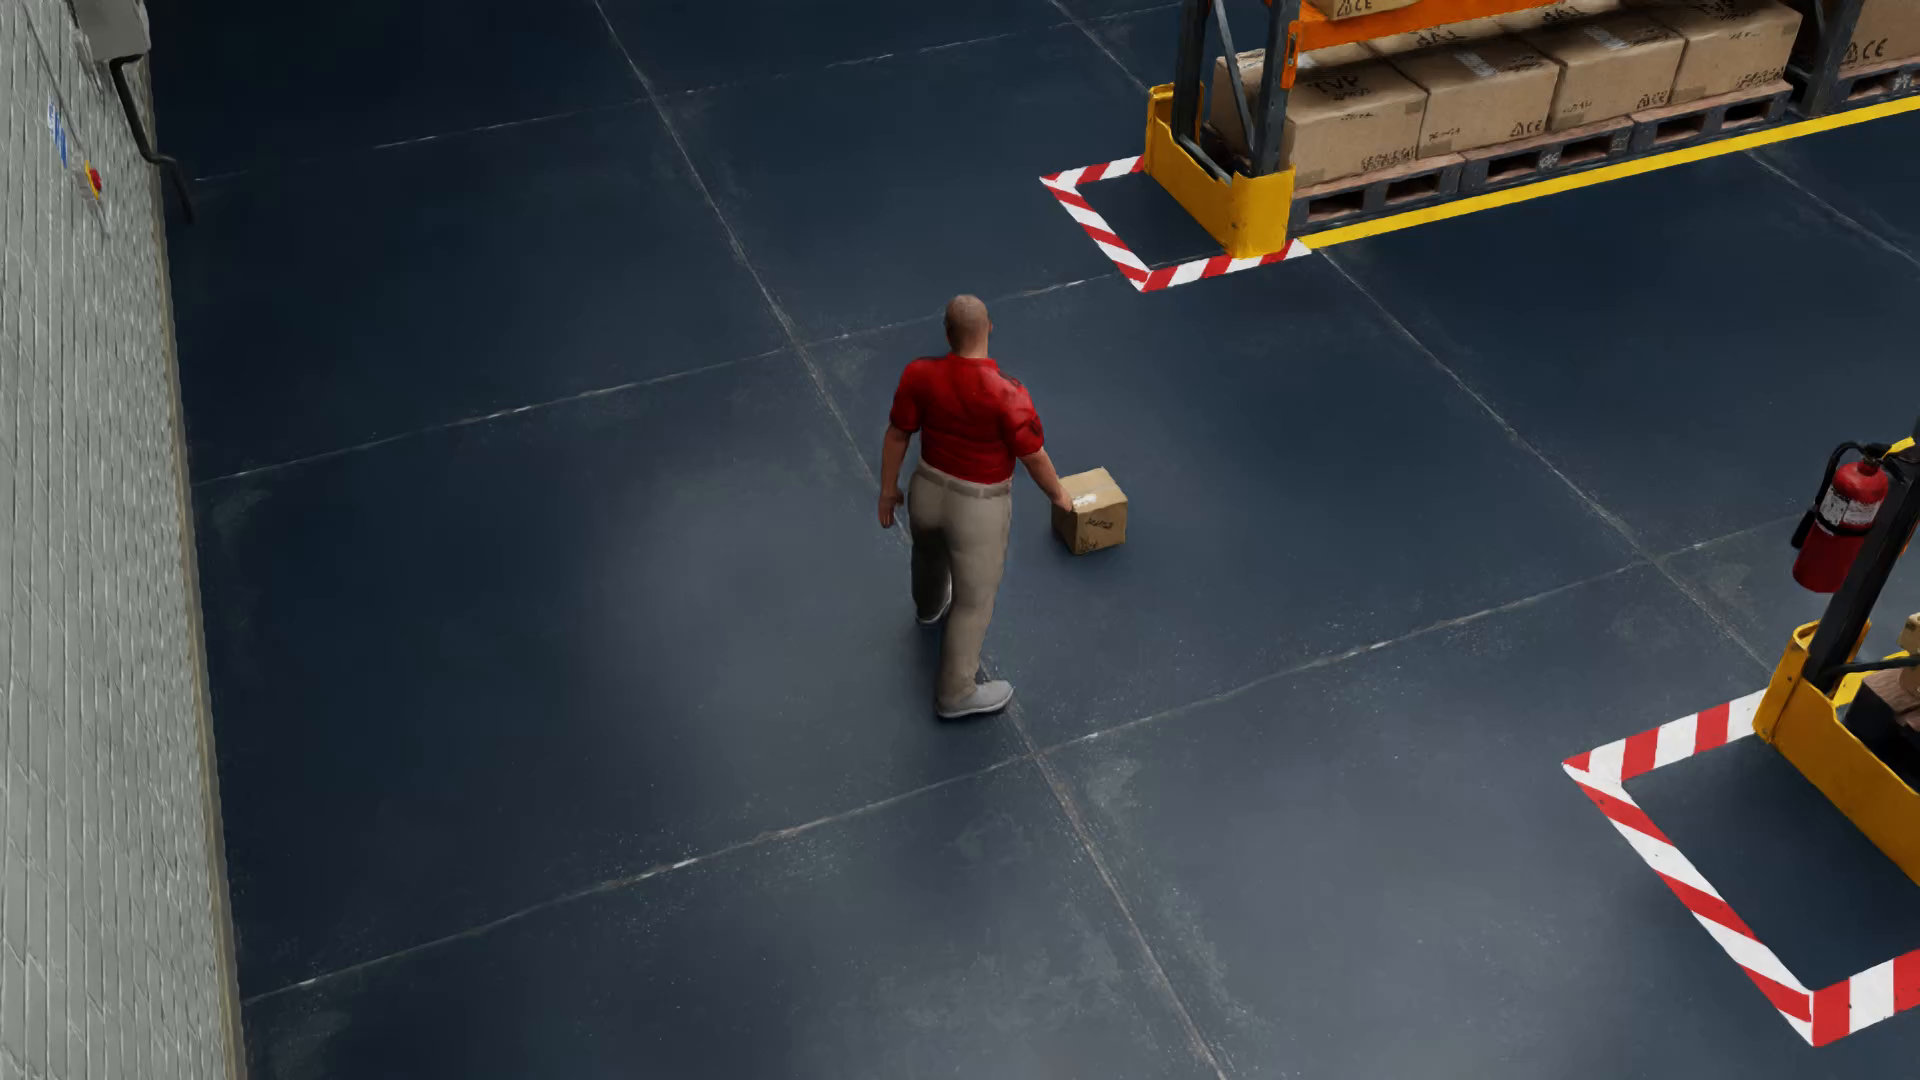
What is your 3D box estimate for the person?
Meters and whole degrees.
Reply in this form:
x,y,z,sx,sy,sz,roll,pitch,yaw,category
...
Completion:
x,y,z,sx,sy,sz,roll,pitch,yaw,category
0.033,-0.159,6.365,0.677,1.690,0.757,22,46,23,person
